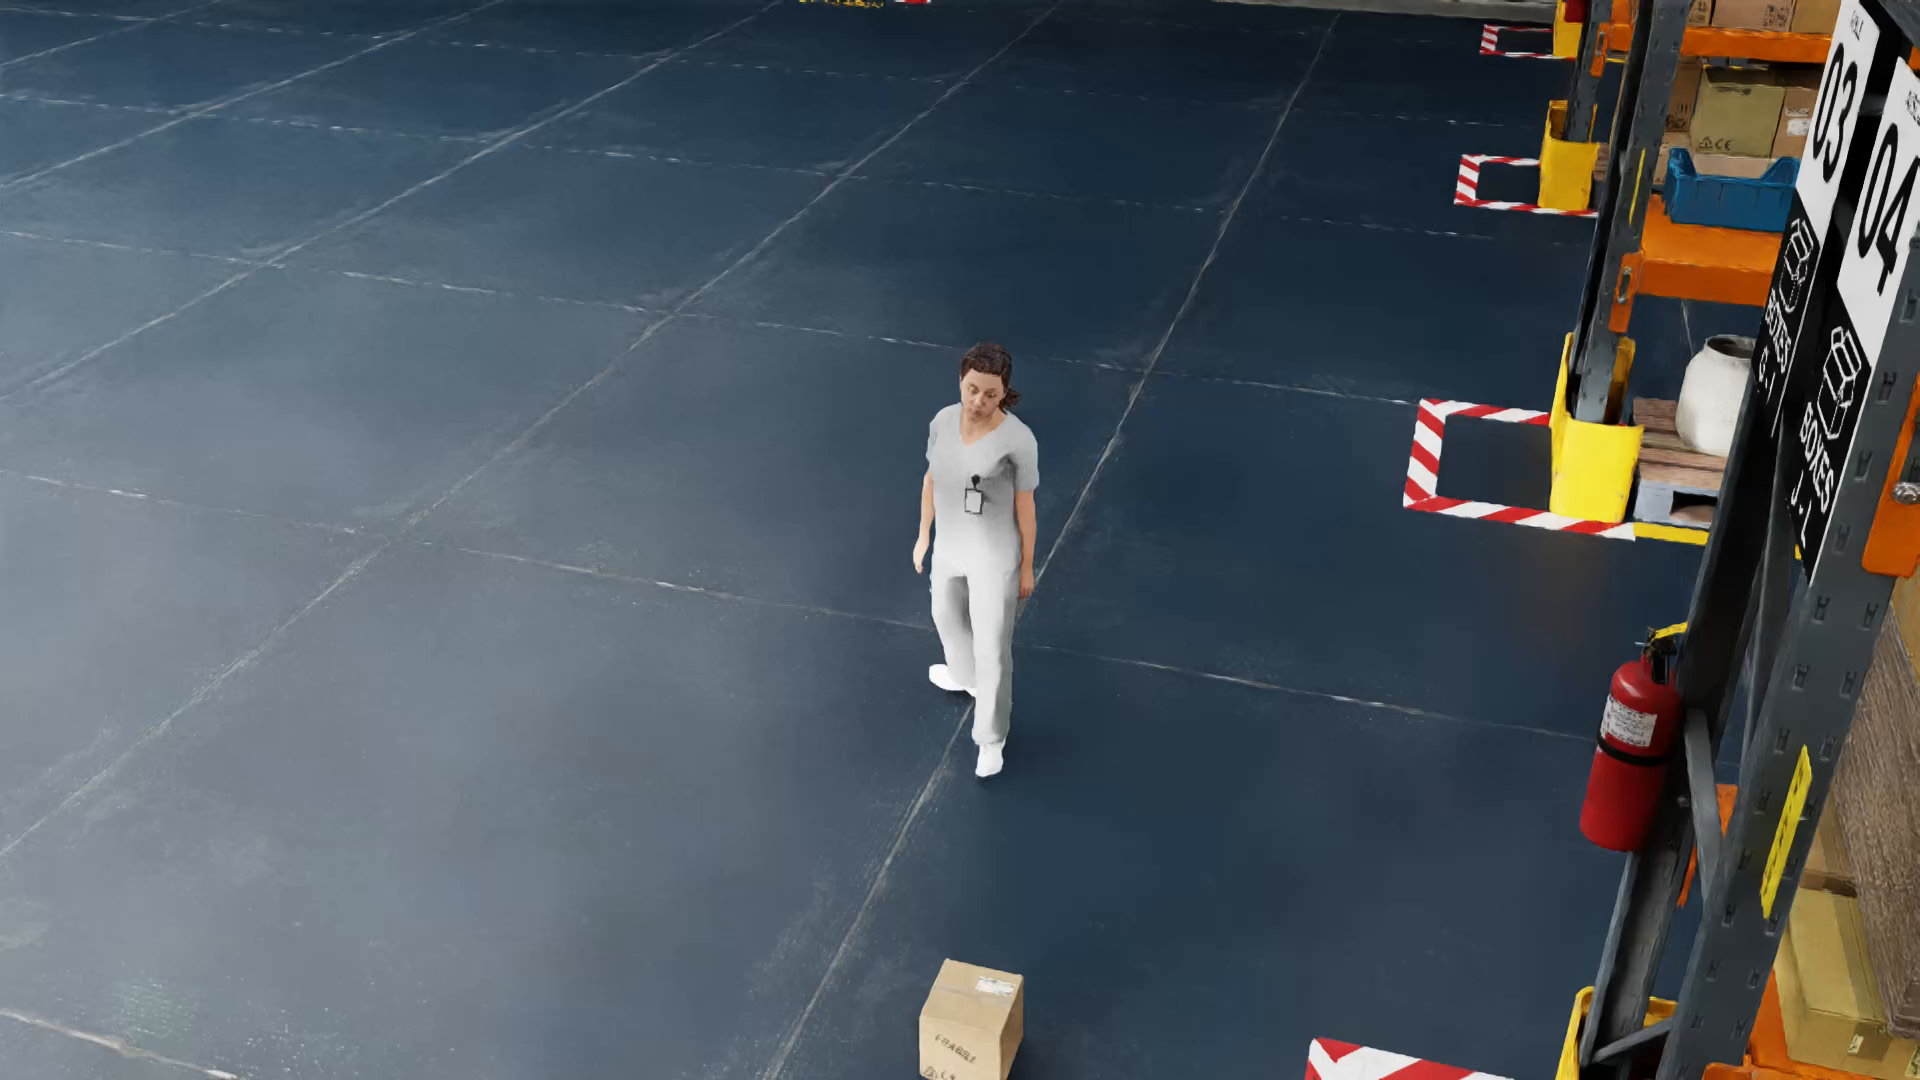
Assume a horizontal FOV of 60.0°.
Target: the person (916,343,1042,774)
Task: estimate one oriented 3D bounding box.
[{"bbox_3d":[0.027,0.015,6.105,0.629,1.669,0.452,21,35,32],"label":"person"}]
